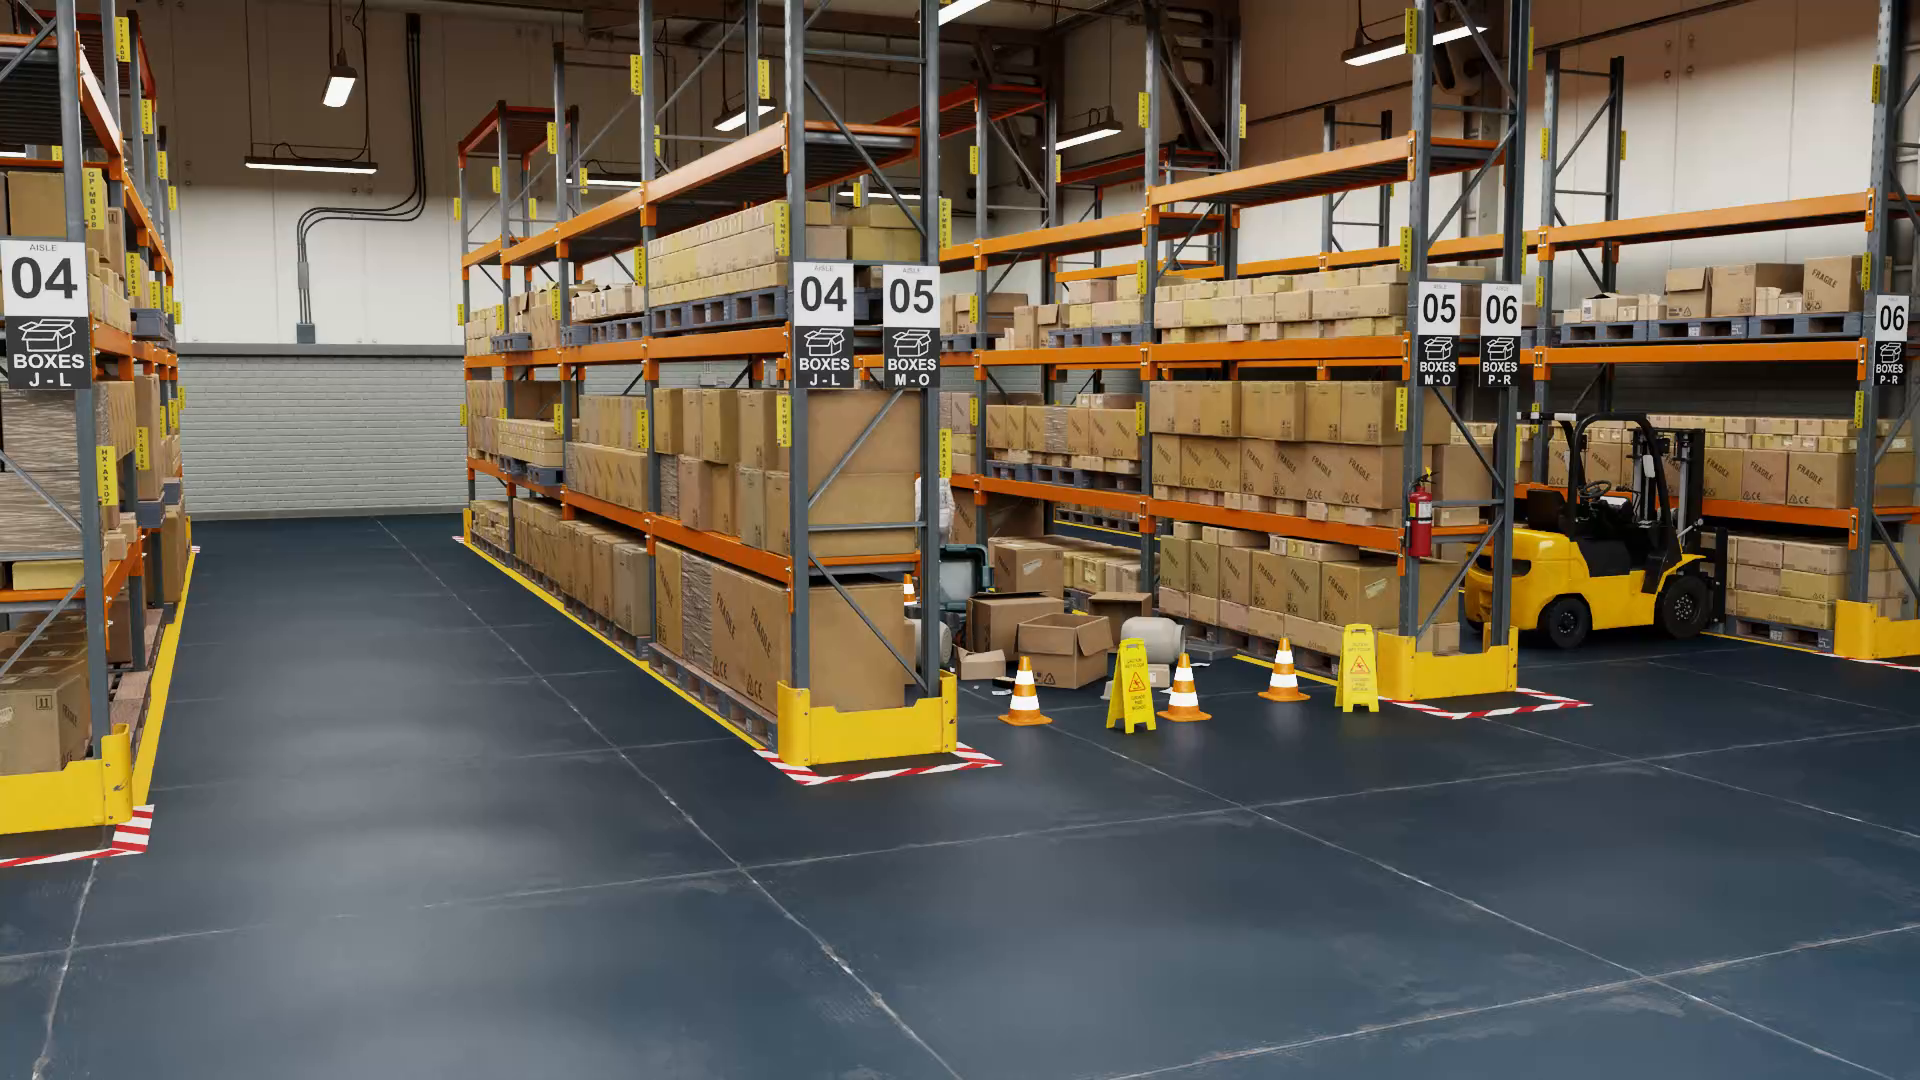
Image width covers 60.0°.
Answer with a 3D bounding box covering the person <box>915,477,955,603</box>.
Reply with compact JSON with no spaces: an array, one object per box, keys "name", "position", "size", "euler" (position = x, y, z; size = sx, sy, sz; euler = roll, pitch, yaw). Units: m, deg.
[{"name":"person","position":[-0.309,-0.130,18.345],"size":[0.541,1.662,0.375],"euler":[-3,6,-27]}]
